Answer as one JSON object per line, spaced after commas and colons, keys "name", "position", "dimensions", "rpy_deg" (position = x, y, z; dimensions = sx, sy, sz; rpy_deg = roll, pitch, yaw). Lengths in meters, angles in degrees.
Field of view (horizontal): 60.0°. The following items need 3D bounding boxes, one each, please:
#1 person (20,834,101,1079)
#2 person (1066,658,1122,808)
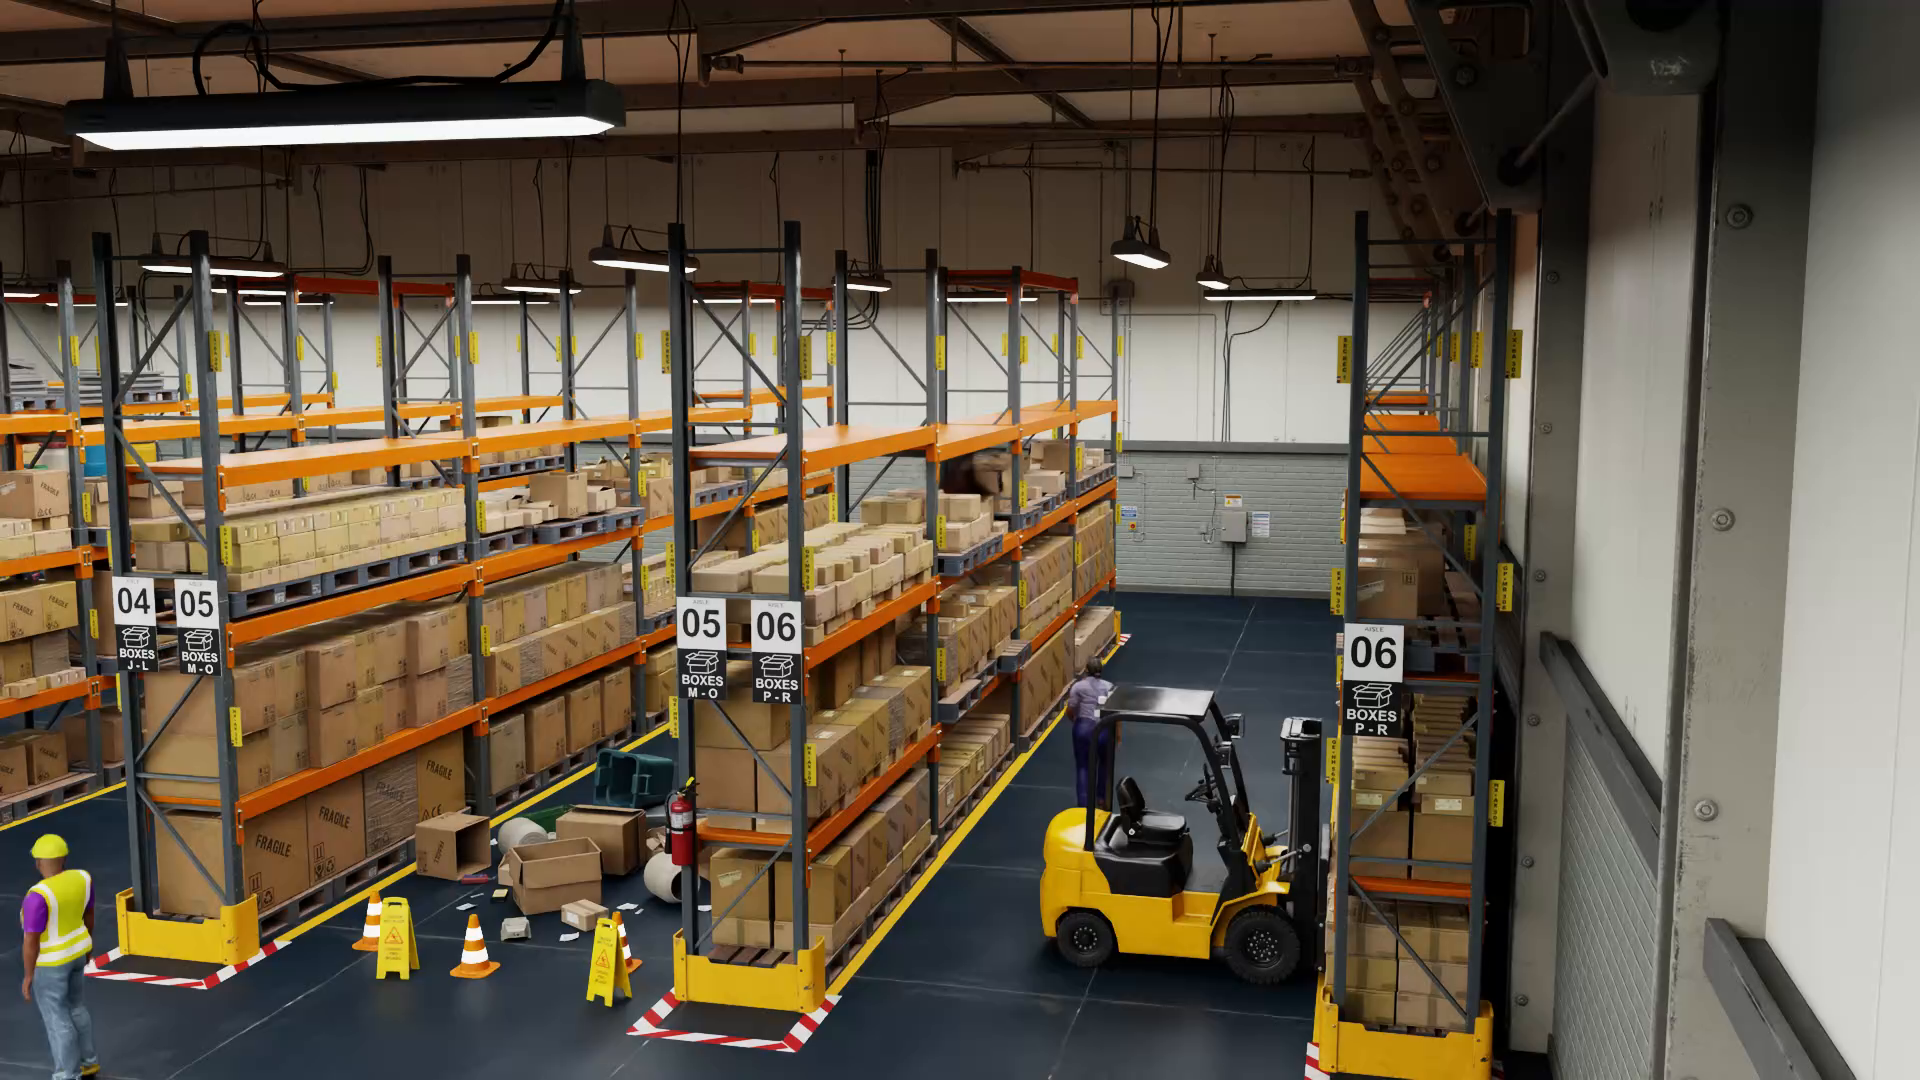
{"name": "person", "position": [-6.207, 2.907, 11.460], "dimensions": [0.359, 1.804, 0.684], "rpy_deg": [1, 7, 8]}
{"name": "person", "position": [1.381, 2.044, 17.152], "dimensions": [0.588, 1.680, 0.802], "rpy_deg": [2, 7, 13]}
